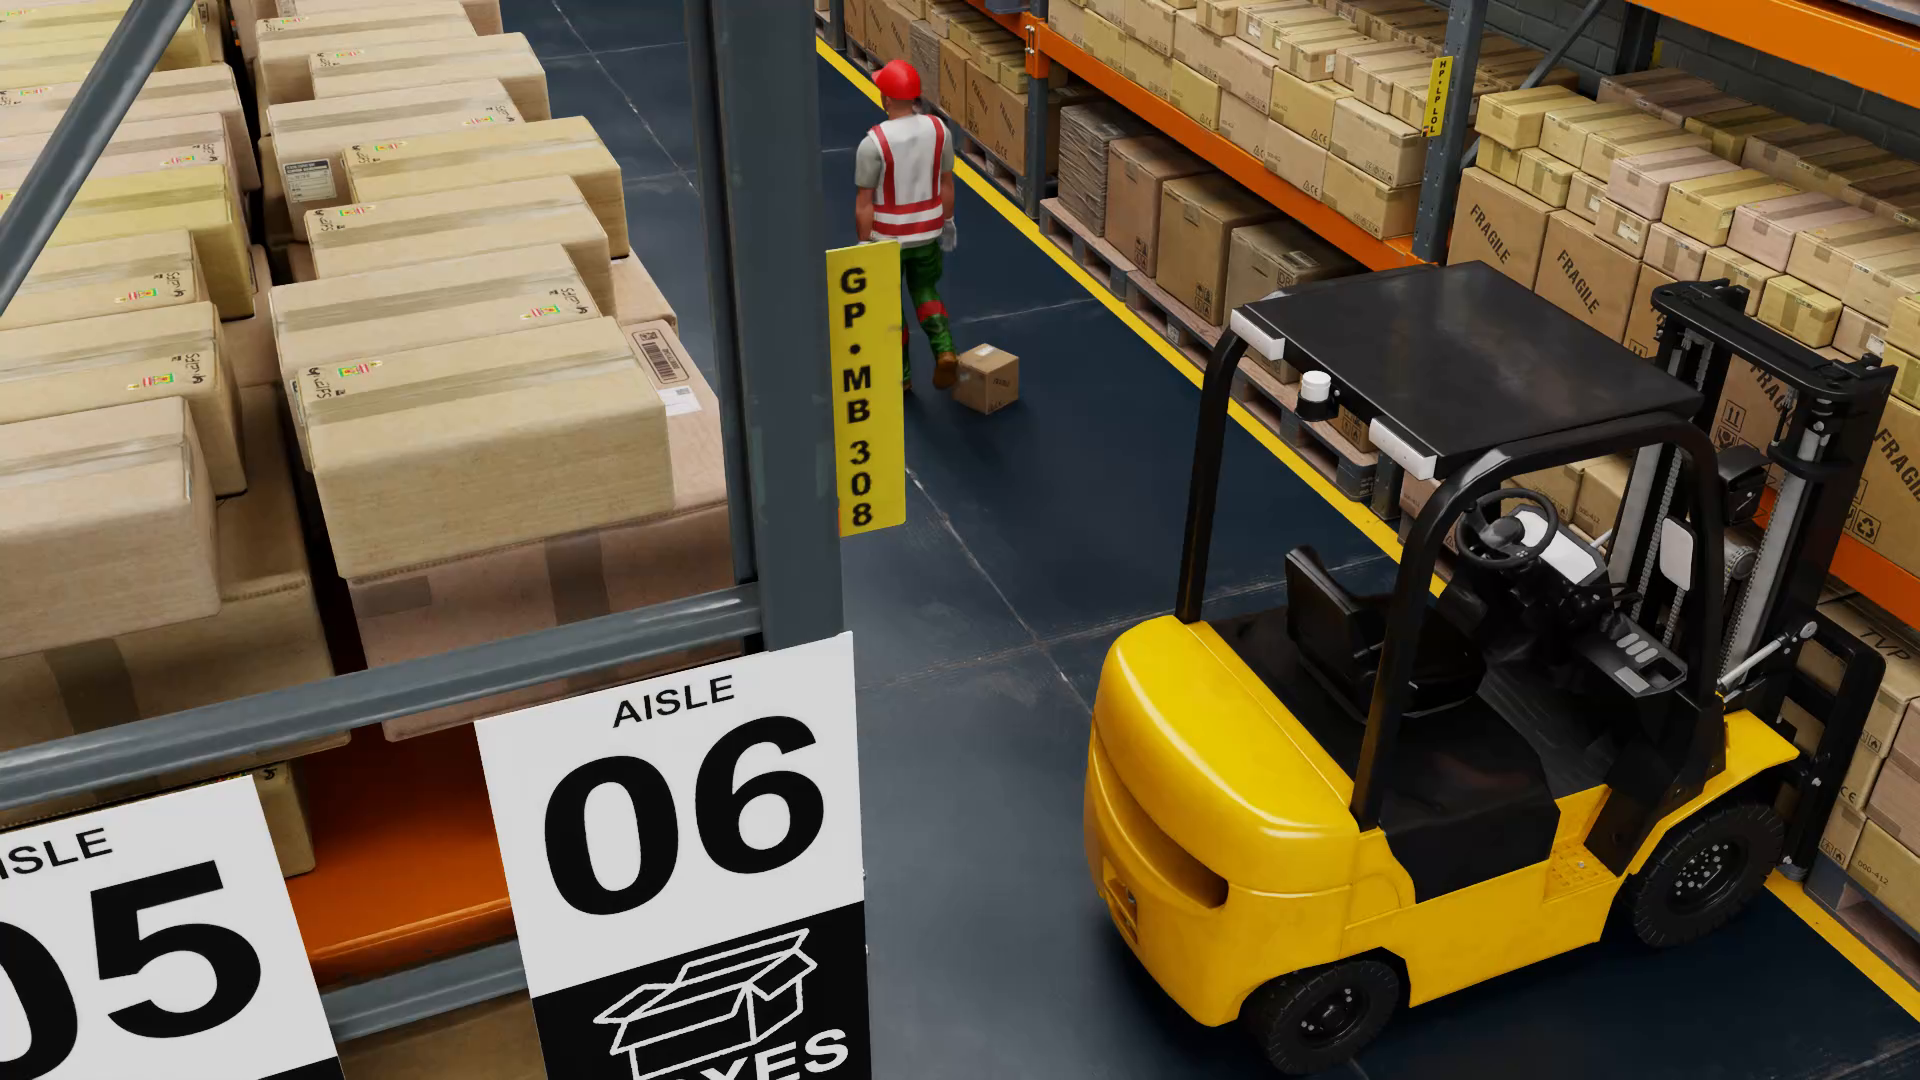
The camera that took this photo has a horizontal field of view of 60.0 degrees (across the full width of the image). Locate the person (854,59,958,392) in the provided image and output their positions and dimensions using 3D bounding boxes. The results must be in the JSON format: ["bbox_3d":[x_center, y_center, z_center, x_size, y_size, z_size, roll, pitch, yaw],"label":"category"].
[{"bbox_3d":[-0.256,-1.540,8.431,0.590,1.778,0.629,-16,36,-22],"label":"person"}]
